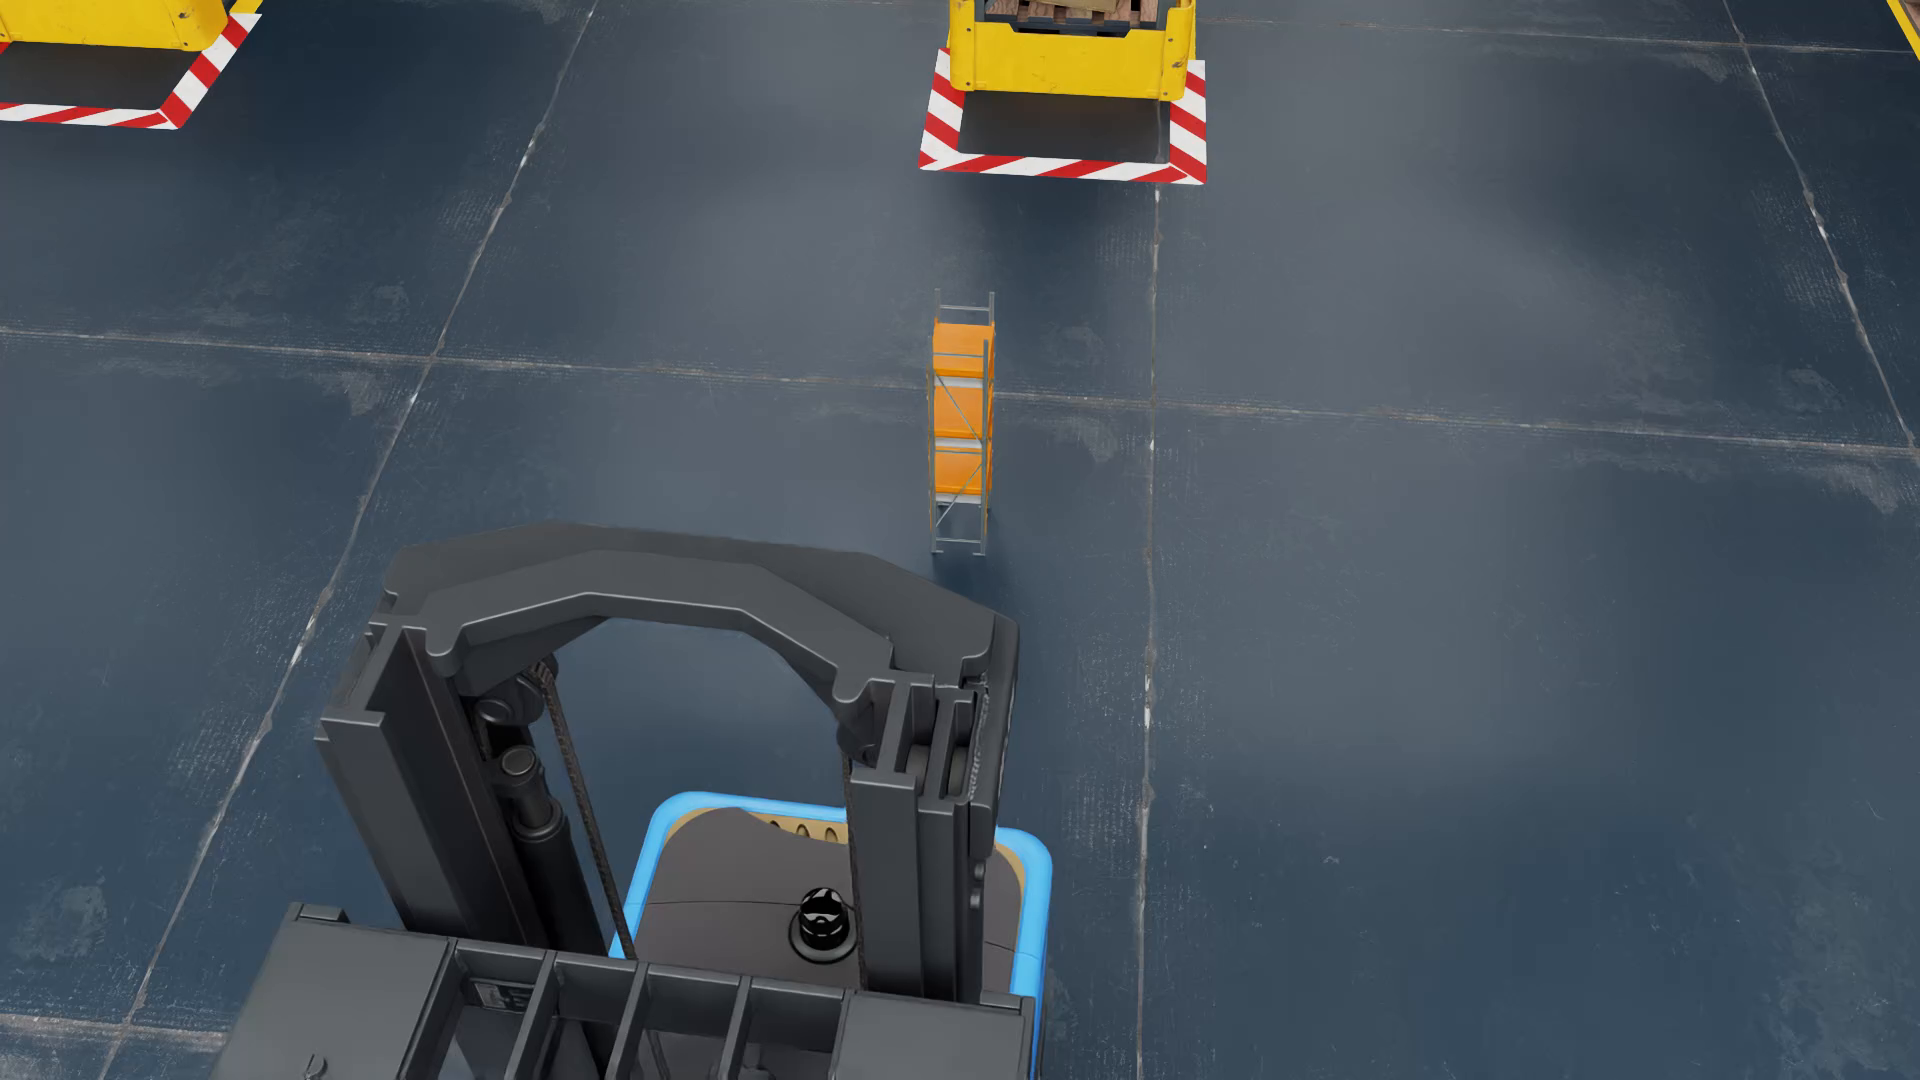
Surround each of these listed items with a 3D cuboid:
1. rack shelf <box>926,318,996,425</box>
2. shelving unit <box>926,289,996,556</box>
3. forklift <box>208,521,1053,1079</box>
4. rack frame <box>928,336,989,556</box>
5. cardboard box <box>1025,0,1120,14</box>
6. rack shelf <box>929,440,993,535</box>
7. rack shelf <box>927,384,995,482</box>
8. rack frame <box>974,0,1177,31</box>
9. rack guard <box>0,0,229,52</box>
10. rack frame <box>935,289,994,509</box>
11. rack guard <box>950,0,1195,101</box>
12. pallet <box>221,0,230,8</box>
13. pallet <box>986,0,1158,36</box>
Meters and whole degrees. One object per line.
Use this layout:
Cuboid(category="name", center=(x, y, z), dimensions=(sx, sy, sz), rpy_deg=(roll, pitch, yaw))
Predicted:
Cuboid(category="rack shelf", center=(0.005, -0.578, 5.697), dimensions=(0.215, 0.259, 0.240), rpy_deg=(4, 48, 4))
Cuboid(category="shelving unit", center=(0.005, -0.394, 5.899), dimensions=(0.215, 1.050, 0.252), rpy_deg=(4, 48, 4))
Cuboid(category="forklift", center=(-0.473, 1.493, 2.898), dimensions=(1.130, 2.935, 3.031), rpy_deg=(6, 48, 5))
Cuboid(category="rack frame", center=(-0.006, -0.304, 5.817), dimensions=(0.200, 1.050, 0.008), rpy_deg=(4, 48, 4))
Cuboid(category="cardboard box", center=(0.609, -3.049, 8.415), dimensions=(0.500, 0.500, 0.500), rpy_deg=(12, 49, 11))
Cuboid(category="rack shelf", center=(0.005, -0.199, 6.111), dimensions=(0.215, 0.259, 0.240), rpy_deg=(4, 48, 4))
Cuboid(category="rack shelf", center=(0.005, -0.386, 5.906), dimensions=(0.215, 0.259, 0.240), rpy_deg=(4, 48, 4))
Cuboid(category="rack frame", center=(0.536, -3.293, 7.229), dimensions=(1.000, 3.000, 0.127), rpy_deg=(4, 48, 4))
Cuboid(category="rack guard", center=(-4.436, -2.841, 8.510), dimensions=(1.175, 0.500, 0.348), rpy_deg=(4, 48, 4))
Cuboid(category="rack frame", center=(0.016, -0.483, 5.981), dimensions=(0.200, 1.050, 0.008), rpy_deg=(4, 48, 4))
Cuboid(category="rack guard", center=(0.543, -2.505, 8.202), dimensions=(1.175, 0.500, 0.348), rpy_deg=(4, 48, 4))
Cuboid(category="pallet", center=(-4.357, -3.340, 9.162), dimensions=(1.003, 0.211, 1.213), rpy_deg=(4, 48, 4))
Cuboid(category="pallet", center=(0.652, -3.002, 8.853), dimensions=(1.003, 0.211, 1.213), rpy_deg=(4, 48, 4))
